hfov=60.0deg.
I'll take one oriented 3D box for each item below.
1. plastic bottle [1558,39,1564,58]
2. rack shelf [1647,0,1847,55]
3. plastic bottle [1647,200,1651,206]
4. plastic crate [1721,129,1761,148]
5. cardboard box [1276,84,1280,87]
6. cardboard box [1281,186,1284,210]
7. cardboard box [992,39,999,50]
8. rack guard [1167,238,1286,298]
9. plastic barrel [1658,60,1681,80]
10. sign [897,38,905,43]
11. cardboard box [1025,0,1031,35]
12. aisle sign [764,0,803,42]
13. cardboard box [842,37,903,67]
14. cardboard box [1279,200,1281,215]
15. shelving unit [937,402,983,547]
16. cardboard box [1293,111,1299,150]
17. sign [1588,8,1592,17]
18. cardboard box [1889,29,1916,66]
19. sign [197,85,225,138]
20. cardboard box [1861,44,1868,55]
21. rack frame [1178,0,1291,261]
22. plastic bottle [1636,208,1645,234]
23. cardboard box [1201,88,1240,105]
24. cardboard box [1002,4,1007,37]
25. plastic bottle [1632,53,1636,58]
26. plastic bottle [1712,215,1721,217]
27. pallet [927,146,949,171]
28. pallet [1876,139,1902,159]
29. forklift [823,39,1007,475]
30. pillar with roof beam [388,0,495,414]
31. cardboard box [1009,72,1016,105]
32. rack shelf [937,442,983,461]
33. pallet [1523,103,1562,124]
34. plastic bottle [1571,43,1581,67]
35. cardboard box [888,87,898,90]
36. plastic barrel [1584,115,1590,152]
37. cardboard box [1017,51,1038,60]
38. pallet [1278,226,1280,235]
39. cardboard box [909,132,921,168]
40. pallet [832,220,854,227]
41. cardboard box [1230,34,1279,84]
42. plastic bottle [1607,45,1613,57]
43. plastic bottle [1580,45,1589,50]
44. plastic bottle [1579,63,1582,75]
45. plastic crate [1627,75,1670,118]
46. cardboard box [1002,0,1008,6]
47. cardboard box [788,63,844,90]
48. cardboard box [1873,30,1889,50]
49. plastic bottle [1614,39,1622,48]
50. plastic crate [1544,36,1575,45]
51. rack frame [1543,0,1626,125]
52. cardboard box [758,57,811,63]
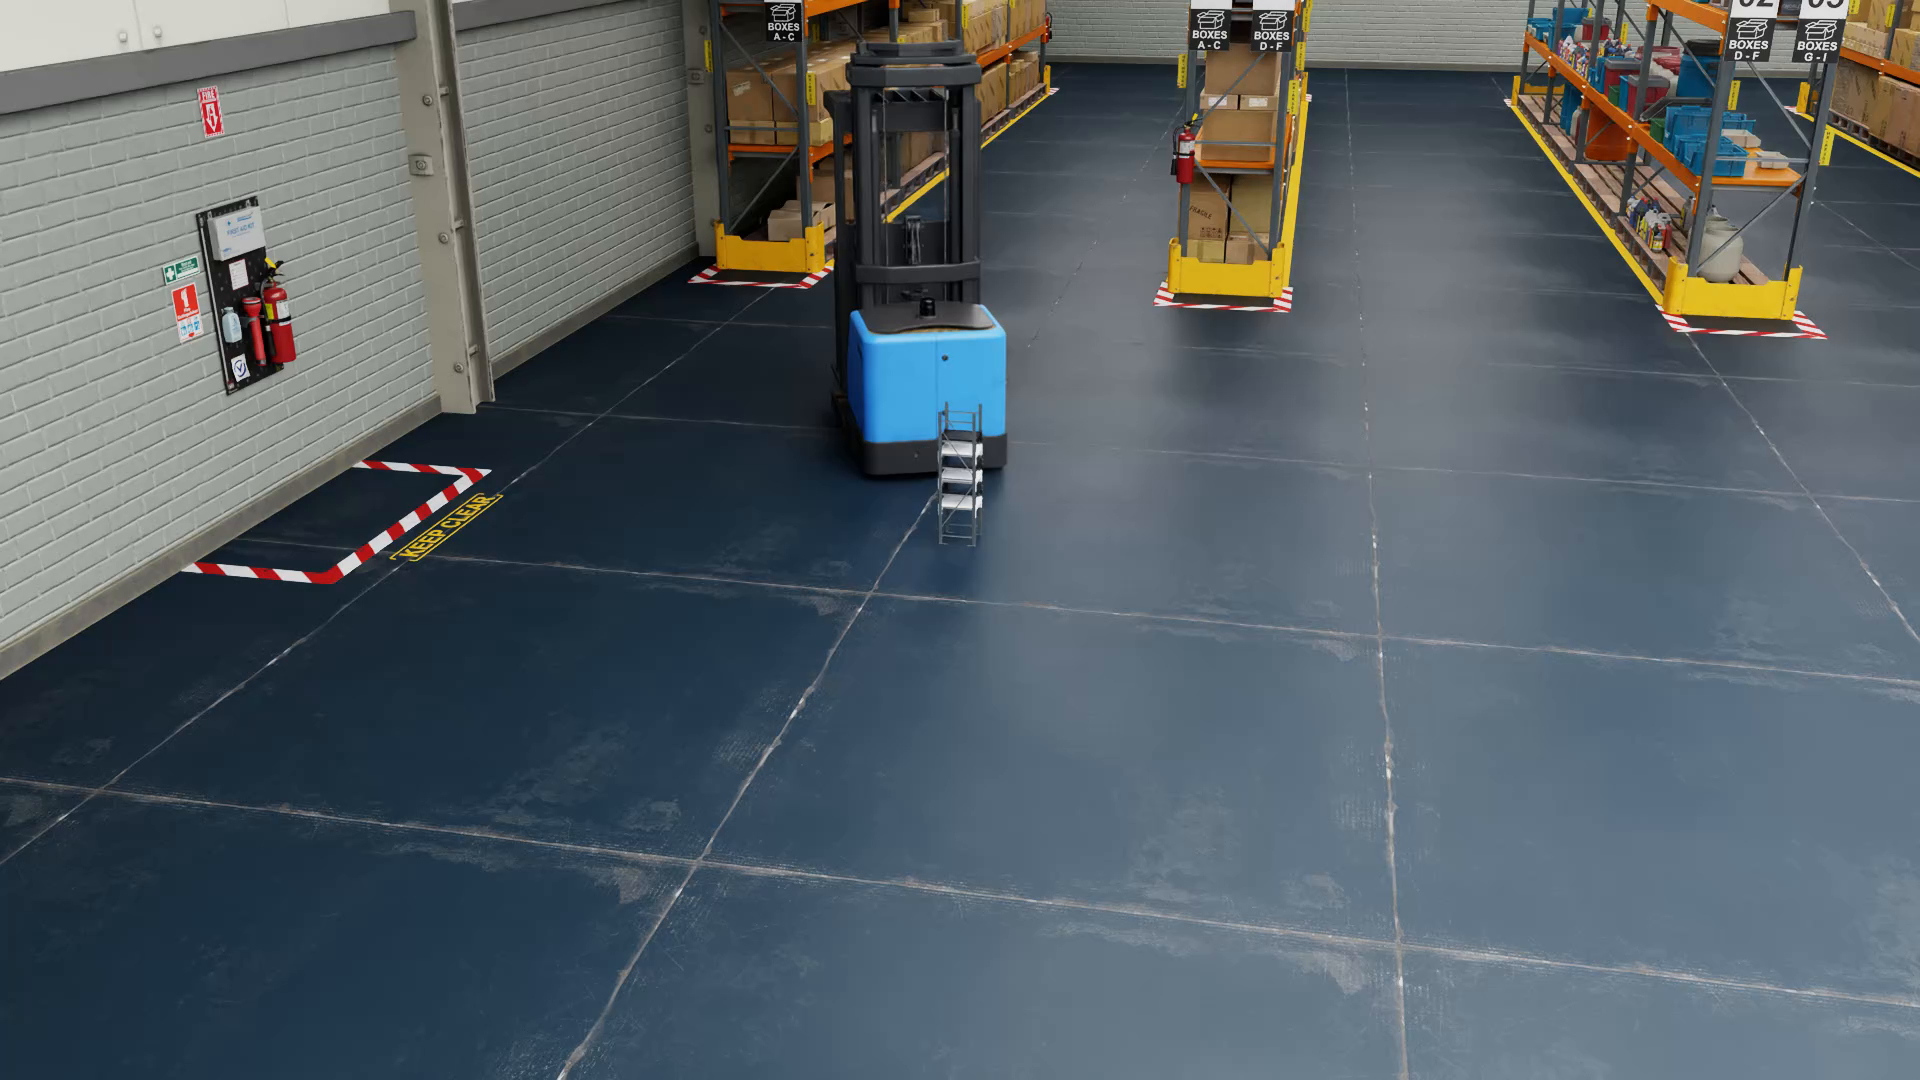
[{"bbox_3d":[9.531,-7.789,26.335,0.061,0.283,0.133,4,22,11],"label":"plastic bottle"},{"bbox_3d":[8.011,-5.394,17.179,1.077,0.370,4.000,4,22,11],"label":"rack shelf"},{"bbox_3d":[7.990,-3.800,19.322,0.061,0.283,0.133,4,22,11],"label":"plastic bottle"},{"bbox_3d":[8.335,-4.332,17.948,0.530,0.136,0.437,4,22,11],"label":"plastic crate"},{"bbox_3d":[3.202,-4.738,17.601,0.380,0.149,0.250,4,22,10],"label":"cardboard box"},{"bbox_3d":[3.690,-4.180,20.335,0.500,0.250,0.500,4,22,11],"label":"cardboard box"},{"bbox_3d":[0.439,-8.210,27.533,0.380,0.149,0.250,4,22,11],"label":"cardboard box"},{"bbox_3d":[2.749,-2.816,17.175,1.175,0.500,0.348,4,22,11],"label":"rack guard"},{"bbox_3d":[8.978,-5.732,20.890,0.433,0.535,0.433,0,22,0],"label":"plastic barrel"},{"bbox_3d":[-0.747,-6.186,21.039,0.100,0.325,0.005,4,22,11],"label":"sign"},{"bbox_3d":[0.772,-9.618,30.319,0.980,0.700,0.700,3,22,8],"label":"cardboard box"},{"bbox_3d":[-1.817,-5.517,17.057,0.394,0.787,0.004,4,22,11],"label":"aisle sign"},{"bbox_3d":[-1.143,-6.257,21.652,0.700,0.500,0.500,5,22,11],"label":"cardboard box"},{"bbox_3d":[3.390,-3.979,18.832,0.500,0.500,0.500,4,22,11],"label":"cardboard box"},{"bbox_3d":[0.002,-0.420,10.693,0.258,0.900,0.210,4,22,11],"label":"shelving unit"},{"bbox_3d":[4.759,-6.099,24.739,0.500,0.500,0.500,5,23,13],"label":"cardboard box"},{"bbox_3d":[11.409,-9.496,30.199,0.100,0.325,0.005,4,22,11],"label":"sign"},{"bbox_3d":[14.561,-7.513,25.360,0.500,0.500,0.500,5,22,11],"label":"cardboard box"},{"bbox_3d":[-4.665,-2.667,10.357,0.001,0.298,0.199,4,22,11],"label":"sign"},{"bbox_3d":[14.799,-7.918,26.835,0.380,0.149,0.250,5,22,12],"label":"cardboard box"},{"bbox_3d":[2.754,-3.984,16.730,1.000,3.000,0.127,4,22,11],"label":"rack frame"},{"bbox_3d":[7.735,-3.622,18.879,0.061,0.283,0.133,5,23,13],"label":"plastic bottle"},{"bbox_3d":[2.698,-4.581,17.211,0.380,0.149,0.250,5,22,12],"label":"cardboard box"},{"bbox_3d":[0.505,-8.754,28.016,0.500,0.500,0.500,4,22,10],"label":"cardboard box"},{"bbox_3d":[9.879,-6.983,24.349,0.097,0.271,0.097,0,22,0],"label":"plastic bottle"},{"bbox_3d":[8.427,-3.503,18.594,0.152,0.276,0.135,5,22,12],"label":"plastic bottle"},{"bbox_3d":[-0.625,-5.707,24.741,1.003,0.211,1.213,4,22,11],"label":"pallet"},{"bbox_3d":[14.816,-6.035,25.555,1.003,0.211,1.213,4,22,11],"label":"pallet"},{"bbox_3d":[-0.431,-2.338,12.737,1.130,2.935,3.031,-4,22,-10],"label":"forklift"},{"bbox_3d":[0.190,-4.942,11.080,9.100,9.000,0.400,4,22,11],"label":"pillar with roof beam"},{"bbox_3d":[0.606,-8.050,29.610,0.700,0.500,0.500,5,22,12],"label":"cardboard box"},{"bbox_3d":[0.002,-0.556,10.638,0.258,0.077,0.200,4,22,11],"label":"rack shelf"},{"bbox_3d":[10.410,-7.419,28.993,1.003,0.211,1.213,4,22,11],"label":"pallet"},{"bbox_3d":[9.271,-7.278,24.975,0.144,0.351,0.185,4,22,11],"label":"plastic bottle"},{"bbox_3d":[-1.080,-5.566,20.833,0.500,0.250,0.500,5,22,11],"label":"cardboard box"},{"bbox_3d":[9.346,-5.965,24.417,0.421,0.512,0.421,0,22,0],"label":"plastic barrel"},{"bbox_3d":[1.276,-9.223,31.655,0.380,0.149,0.250,4,22,10],"label":"cardboard box"},{"bbox_3d":[3.367,-3.866,20.169,1.003,0.211,1.213,4,22,11],"label":"pallet"},{"bbox_3d":[-0.946,-5.514,23.287,0.700,0.500,0.500,5,22,12],"label":"cardboard box"},{"bbox_3d":[-1.629,-3.834,20.090,1.003,0.211,1.213,4,22,11],"label":"pallet"},{"bbox_3d":[2.975,-5.014,17.417,0.700,0.500,0.500,4,22,10],"label":"cardboard box"},{"bbox_3d":[9.984,-7.450,25.508,0.097,0.271,0.097,0,22,0],"label":"plastic bottle"},{"bbox_3d":[9.544,-7.445,25.491,0.152,0.276,0.135,4,22,11],"label":"plastic bottle"},{"bbox_3d":[9.048,-6.851,24.115,0.097,0.201,0.097,0,22,0],"label":"plastic bottle"},{"bbox_3d":[8.218,-5.298,19.907,0.402,0.464,0.583,4,22,11],"label":"plastic crate"},{"bbox_3d":[0.508,-9.100,27.871,0.500,0.250,0.500,5,22,12],"label":"cardboard box"},{"bbox_3d":[-1.594,-4.979,18.372,0.500,0.500,0.500,5,22,11],"label":"cardboard box"},{"bbox_3d":[14.733,-7.866,26.172,0.500,0.250,0.500,4,22,10],"label":"cardboard box"},{"bbox_3d":[10.146,-7.542,25.631,0.144,0.351,0.185,4,22,11],"label":"plastic bottle"},{"bbox_3d":[10.017,-8.324,27.794,0.437,0.125,0.590,4,22,11],"label":"plastic crate"},{"bbox_3d":[10.051,-7.994,26.686,1.000,3.000,0.127,4,22,11],"label":"rack frame"},{"bbox_3d":[-1.994,-5.209,18.942,0.500,0.500,0.500,4,22,9],"label":"cardboard box"}]
